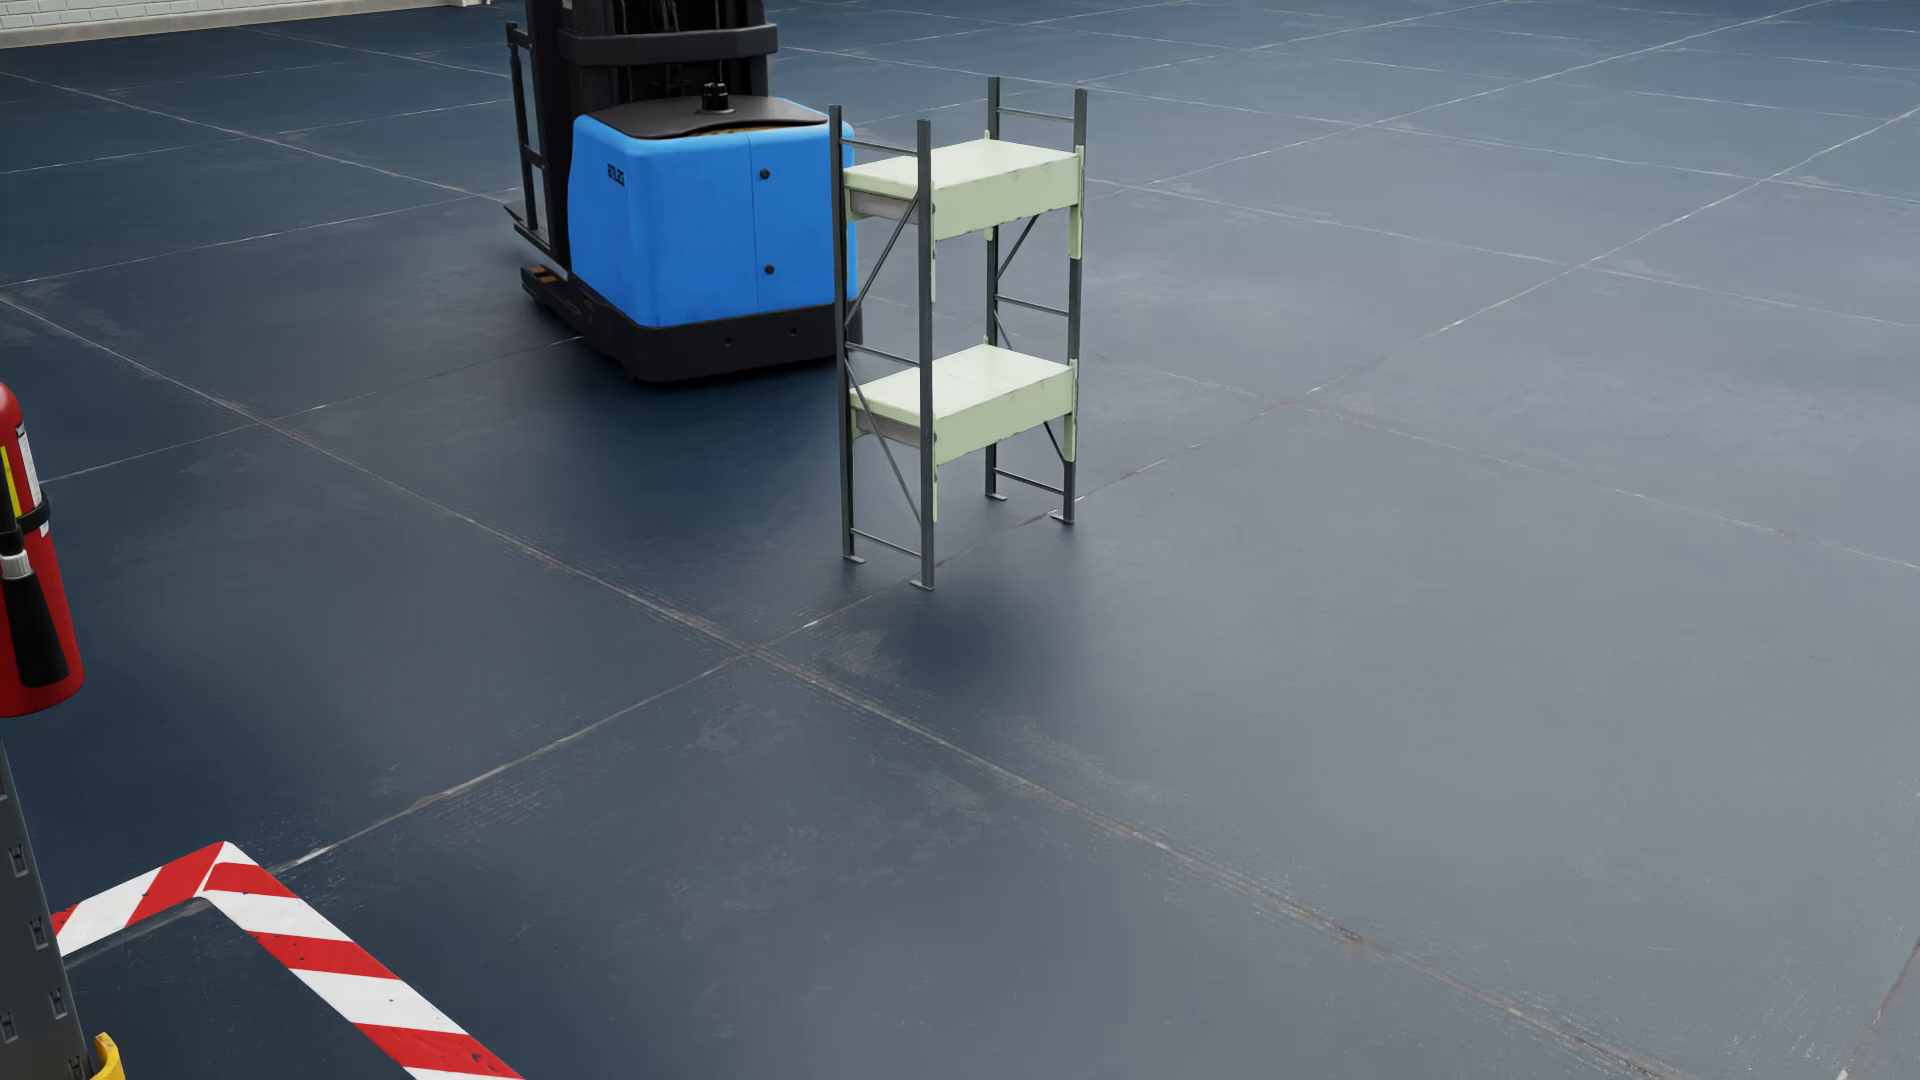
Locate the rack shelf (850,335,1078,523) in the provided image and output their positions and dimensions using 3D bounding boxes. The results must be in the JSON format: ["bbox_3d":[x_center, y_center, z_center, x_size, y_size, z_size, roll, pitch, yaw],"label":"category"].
[{"bbox_3d":[0.004,-0.389,5.581,0.431,0.370,0.720,20,31,38],"label":"rack shelf"}]

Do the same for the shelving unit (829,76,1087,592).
[{"bbox_3d":[0.004,-0.686,5.448,0.431,1.500,0.755,20,31,38],"label":"shelving unit"}]

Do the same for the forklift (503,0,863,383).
[{"bbox_3d":[-1.582,-2.571,7.902,1.130,2.935,3.031,-12,27,-26],"label":"forklift"}]

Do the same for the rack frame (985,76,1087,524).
[{"bbox_3d":[0.249,-0.798,5.696,0.400,1.500,0.023,20,31,38],"label":"rack frame"}]

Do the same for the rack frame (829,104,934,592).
[{"bbox_3d":[-0.240,-0.575,5.199,0.400,1.500,0.023,20,31,38],"label":"rack frame"}]

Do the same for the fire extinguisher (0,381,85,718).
[{"bbox_3d":[-1.403,-0.079,2.354,0.296,0.674,0.183,20,31,38],"label":"fire extinguisher"}]

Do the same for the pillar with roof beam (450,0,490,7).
[{"bbox_3d":[-2.822,-9.517,15.977,9.100,9.000,0.400,20,31,38],"label":"pillar with roof beam"}]

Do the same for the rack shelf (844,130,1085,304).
[{"bbox_3d":[0.004,-1.042,5.288,0.431,0.370,0.720,20,31,38],"label":"rack shelf"}]

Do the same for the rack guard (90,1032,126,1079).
[{"bbox_3d":[-1.873,0.959,3.001,1.175,0.500,0.348,20,31,38],"label":"rack guard"}]
